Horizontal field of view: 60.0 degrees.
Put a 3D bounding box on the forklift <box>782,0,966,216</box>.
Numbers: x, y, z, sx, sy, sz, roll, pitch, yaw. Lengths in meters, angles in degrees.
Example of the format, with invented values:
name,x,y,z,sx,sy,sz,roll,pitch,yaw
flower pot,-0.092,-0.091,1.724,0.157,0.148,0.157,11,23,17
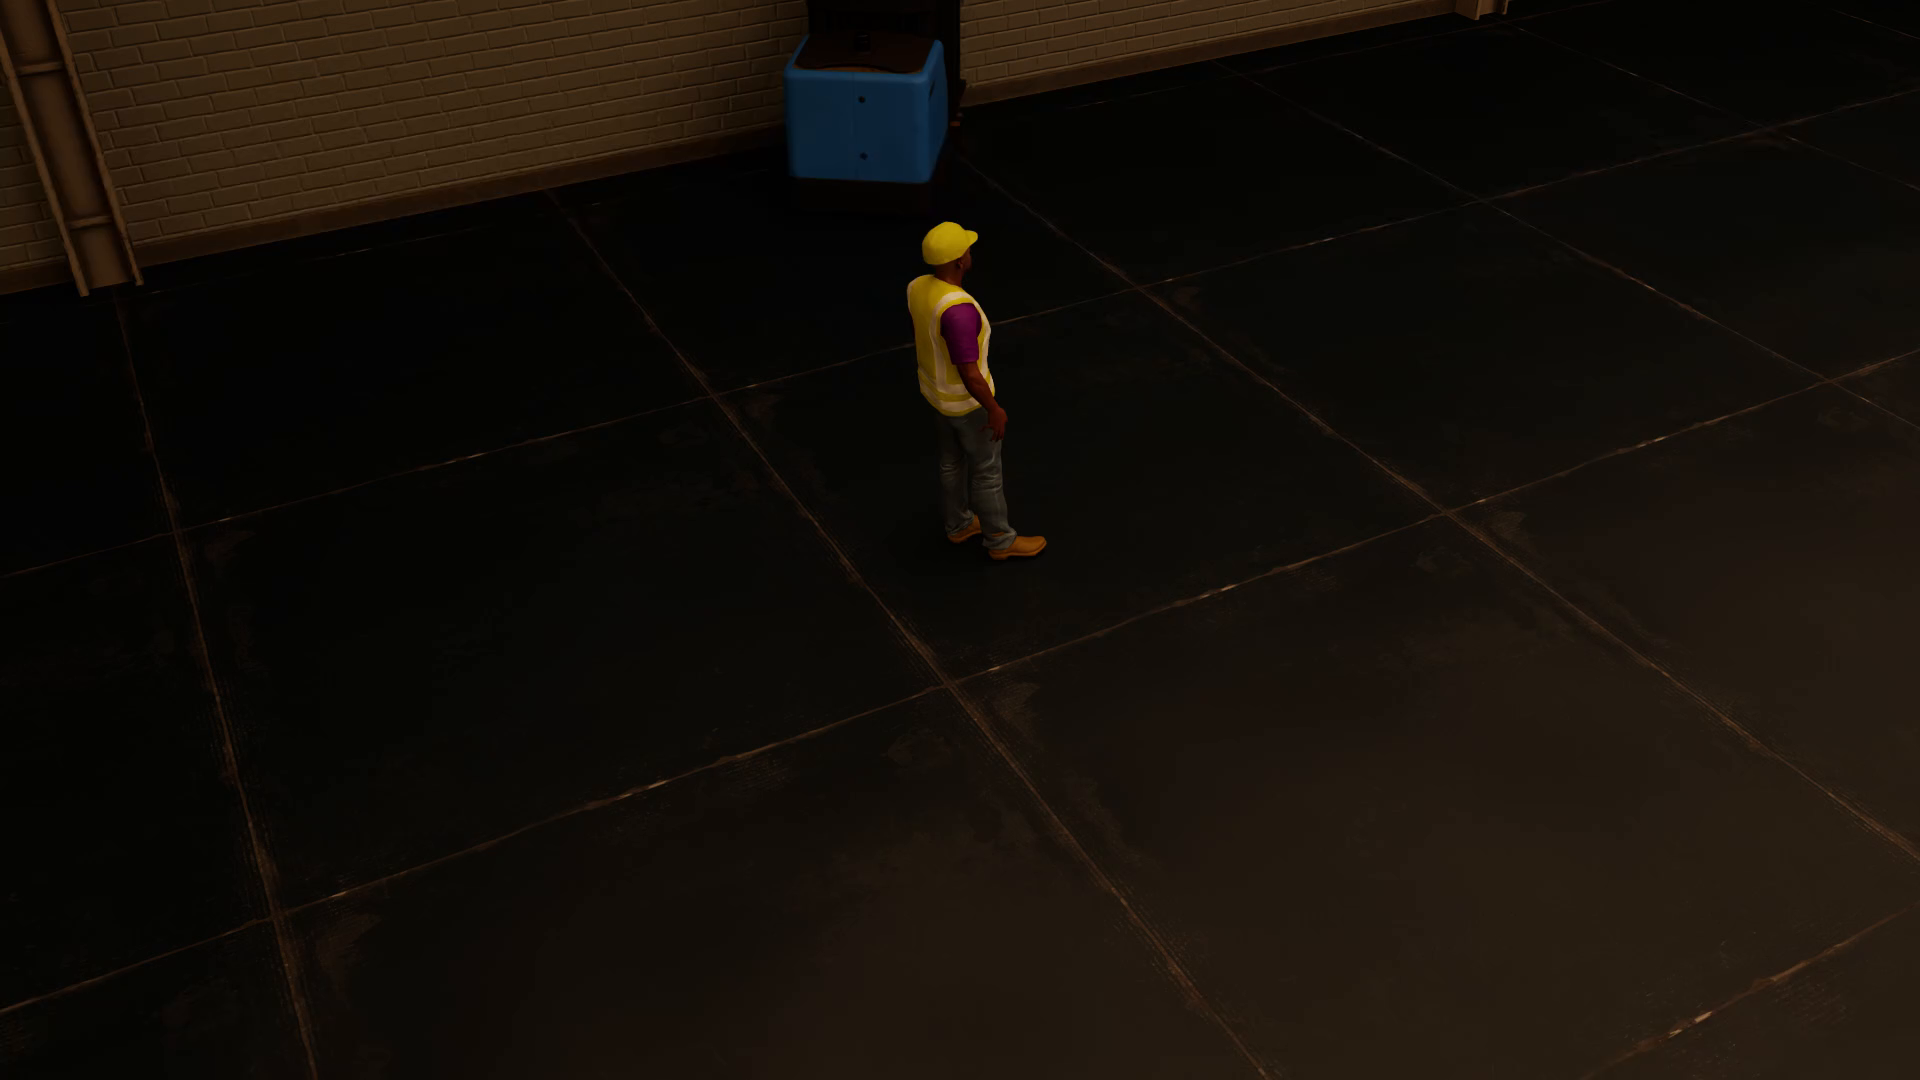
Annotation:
name,x,y,z,sx,sy,sz,roll,pitch,yaw
forklift,-0.544,-4.331,12.251,1.130,2.935,3.031,4,35,6

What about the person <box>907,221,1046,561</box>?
name,x,y,z,sx,sy,sz,roll,pitch,yaw
person,0.064,-0.743,8.170,0.577,1.765,0.665,-17,39,-23
